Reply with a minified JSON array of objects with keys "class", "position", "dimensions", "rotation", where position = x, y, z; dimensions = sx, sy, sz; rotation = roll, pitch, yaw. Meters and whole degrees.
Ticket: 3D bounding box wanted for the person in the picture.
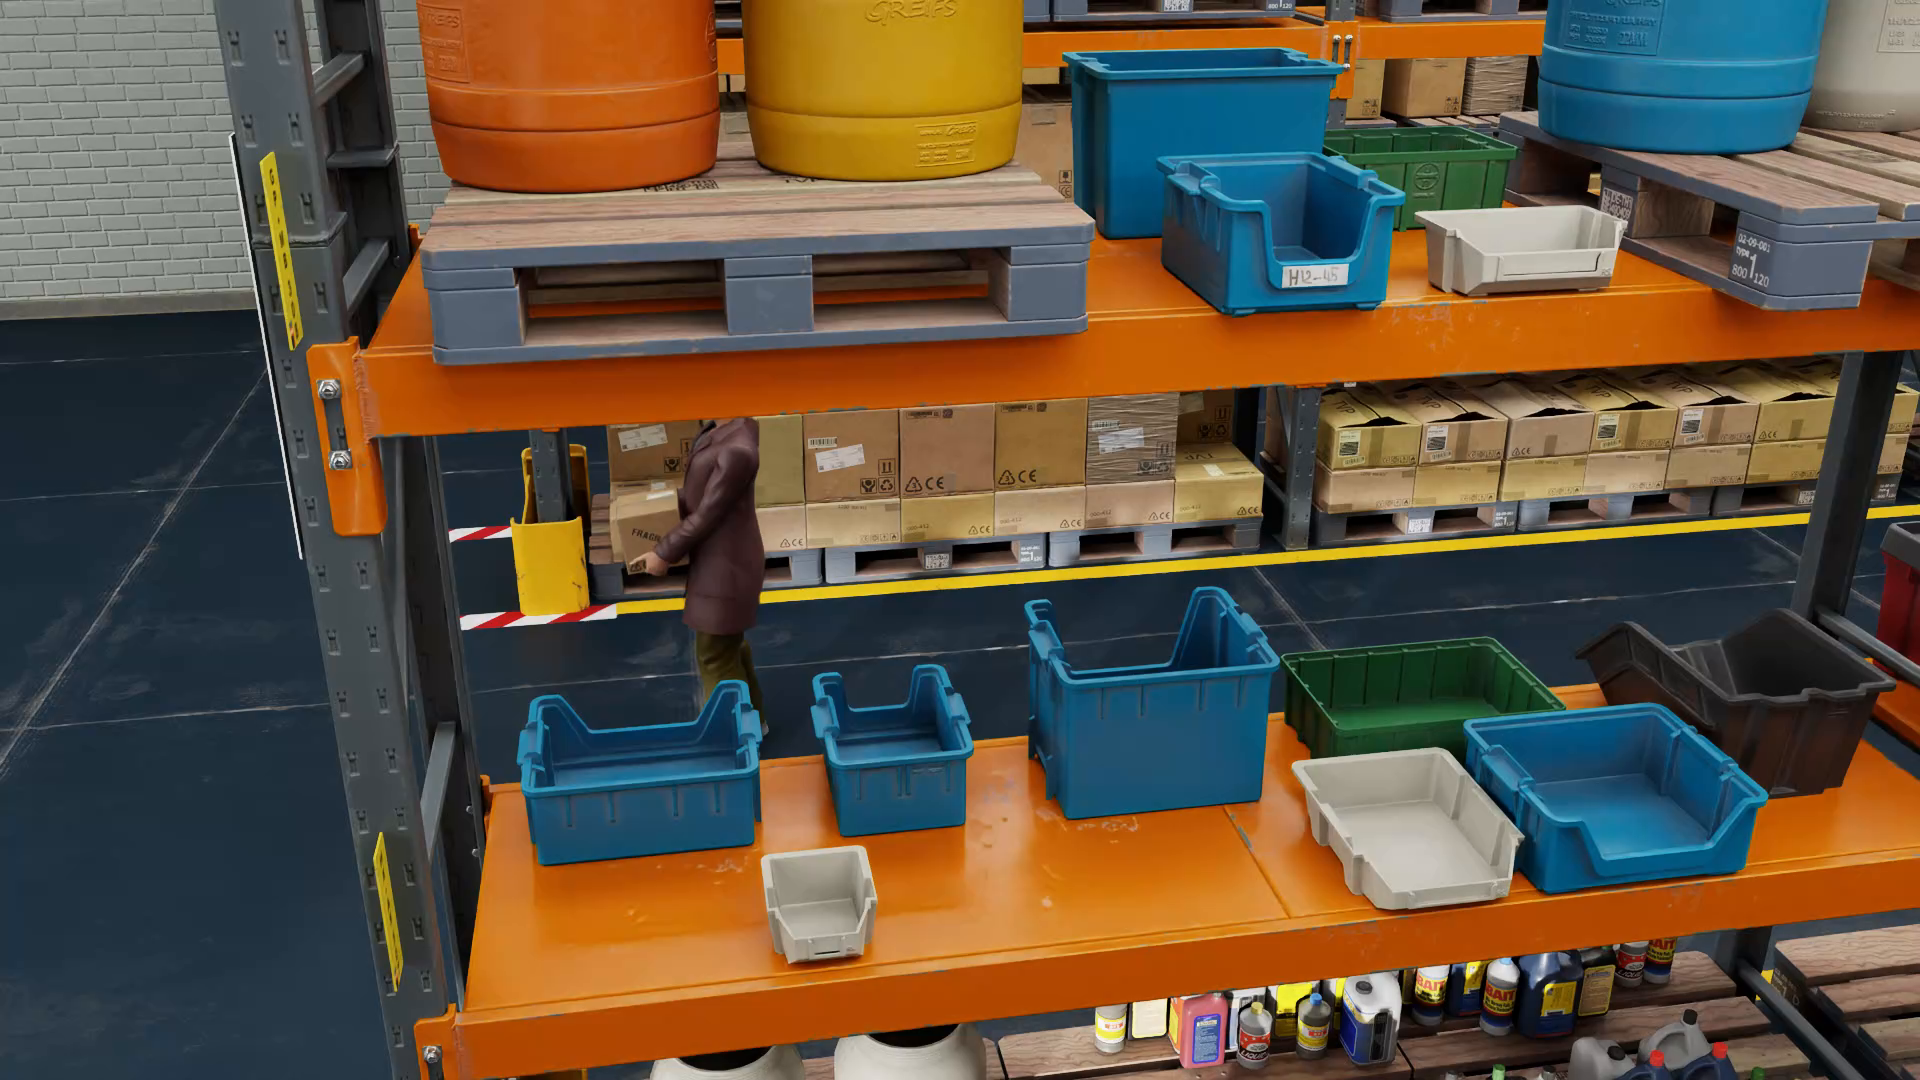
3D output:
[{"class":"person","position":[-1.075,0.112,6.858],"dimensions":[0.553,1.776,0.526],"rotation":[-4,23,-9]}]
